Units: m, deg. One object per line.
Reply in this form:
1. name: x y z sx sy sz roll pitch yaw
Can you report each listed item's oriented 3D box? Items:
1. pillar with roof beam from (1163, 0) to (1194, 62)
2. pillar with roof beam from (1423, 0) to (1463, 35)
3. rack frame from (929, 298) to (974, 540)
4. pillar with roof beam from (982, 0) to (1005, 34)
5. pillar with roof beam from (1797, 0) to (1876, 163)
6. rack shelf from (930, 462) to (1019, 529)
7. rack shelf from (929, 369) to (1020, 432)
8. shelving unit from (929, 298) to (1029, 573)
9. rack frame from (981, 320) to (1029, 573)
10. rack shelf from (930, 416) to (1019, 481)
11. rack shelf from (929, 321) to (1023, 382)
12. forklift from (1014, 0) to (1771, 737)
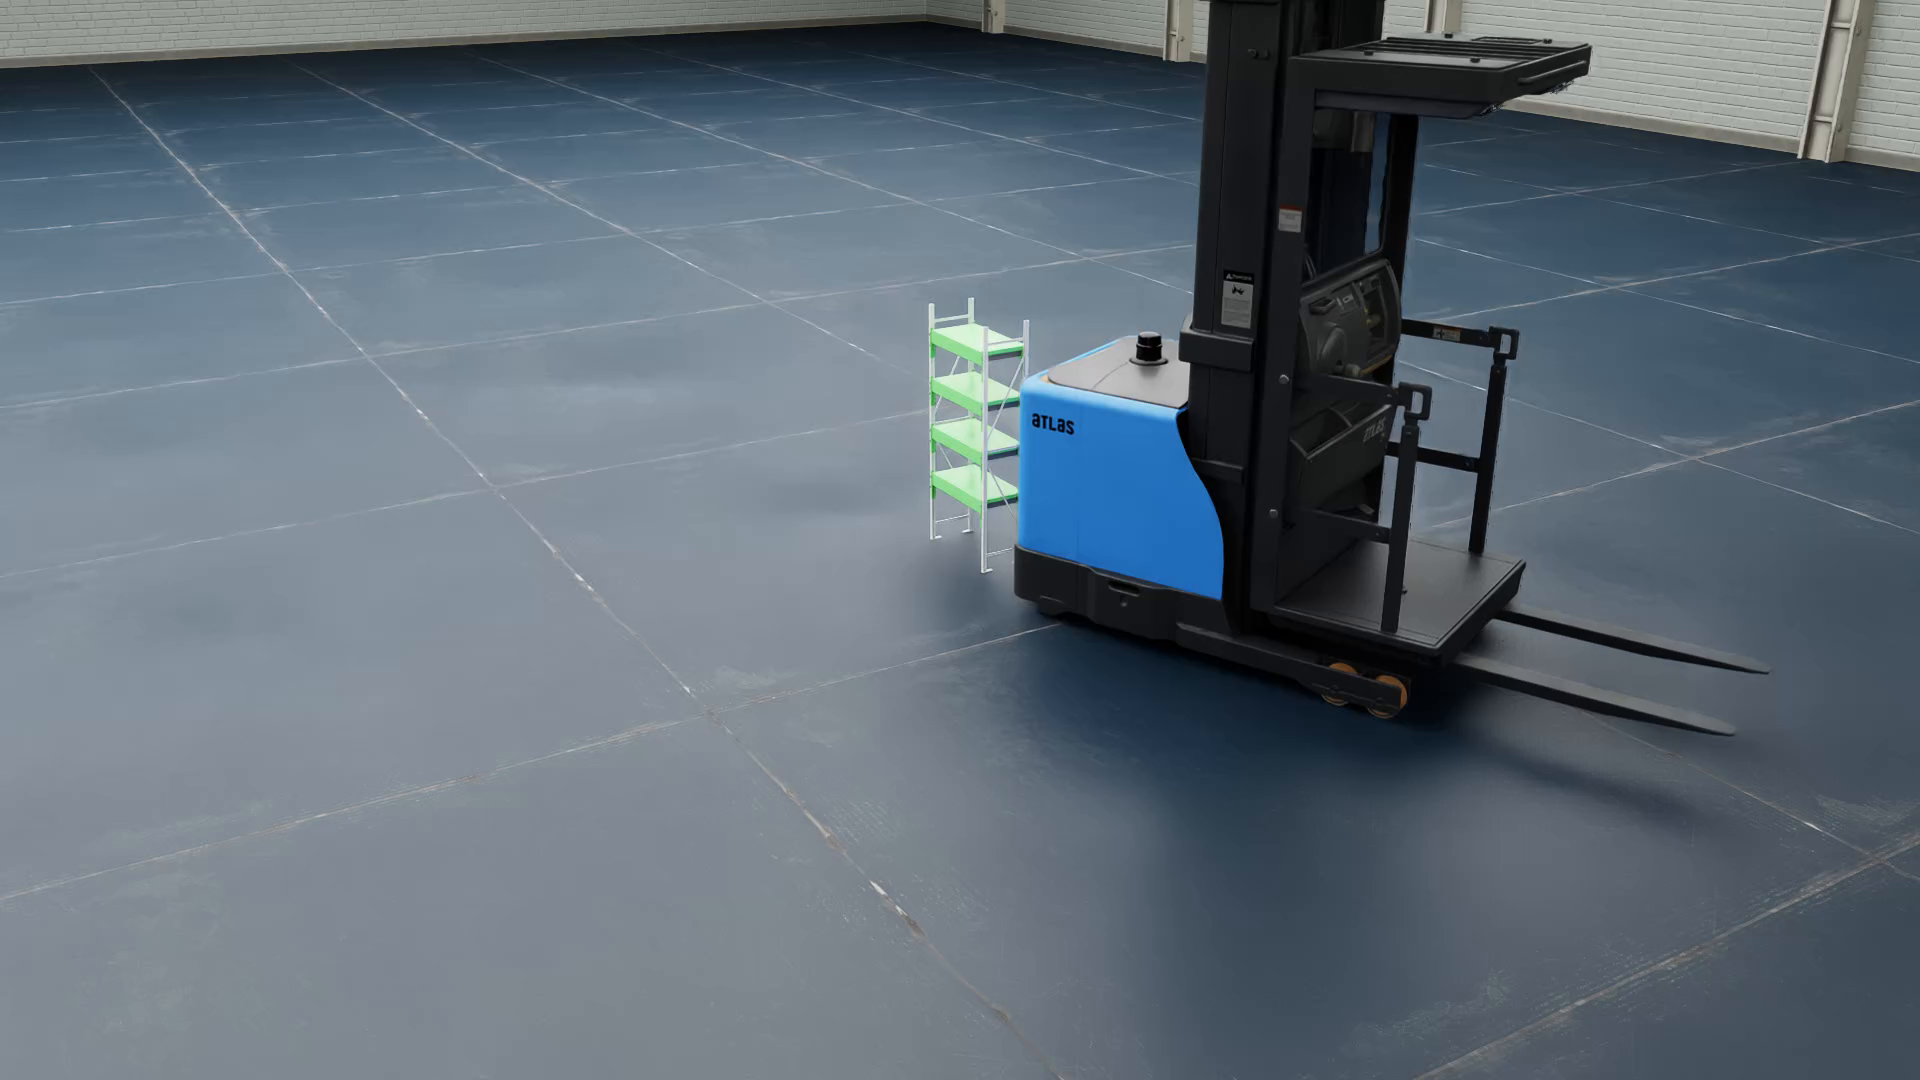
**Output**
1. pillar with roof beam: 0.030 -11.589 24.872 9.100 9.000 0.400 -13 25 -28
2. pillar with roof beam: 3.095 -9.646 20.093 9.100 9.000 0.400 -13 25 -28
3. rack frame: -0.040 -0.581 8.148 0.240 1.200 0.015 -13 25 -28
4. pillar with roof beam: -3.035 -13.531 29.650 9.100 9.000 0.400 -13 25 -28
5. pillar with roof beam: 6.159 -7.704 15.315 9.100 9.000 0.400 -13 25 -28
6. rack shelf: 0.085 -0.221 8.068 0.258 0.148 0.480 -13 25 -28
7. rack shelf: 0.085 -0.665 7.887 0.258 0.148 0.480 -13 25 -28
8. shelving unit: 0.085 -0.502 7.954 0.258 1.200 0.503 -13 25 -28
9. rack frame: 0.209 -0.423 7.759 0.240 1.200 0.015 -13 25 -28
10. rack shelf: 0.085 -0.443 7.978 0.258 0.148 0.480 -13 25 -28
11. rack shelf: 0.085 -0.888 7.797 0.258 0.148 0.480 -13 25 -28
12. forklift: 1.741 -0.879 6.582 3.031 2.935 1.130 15 26 32
